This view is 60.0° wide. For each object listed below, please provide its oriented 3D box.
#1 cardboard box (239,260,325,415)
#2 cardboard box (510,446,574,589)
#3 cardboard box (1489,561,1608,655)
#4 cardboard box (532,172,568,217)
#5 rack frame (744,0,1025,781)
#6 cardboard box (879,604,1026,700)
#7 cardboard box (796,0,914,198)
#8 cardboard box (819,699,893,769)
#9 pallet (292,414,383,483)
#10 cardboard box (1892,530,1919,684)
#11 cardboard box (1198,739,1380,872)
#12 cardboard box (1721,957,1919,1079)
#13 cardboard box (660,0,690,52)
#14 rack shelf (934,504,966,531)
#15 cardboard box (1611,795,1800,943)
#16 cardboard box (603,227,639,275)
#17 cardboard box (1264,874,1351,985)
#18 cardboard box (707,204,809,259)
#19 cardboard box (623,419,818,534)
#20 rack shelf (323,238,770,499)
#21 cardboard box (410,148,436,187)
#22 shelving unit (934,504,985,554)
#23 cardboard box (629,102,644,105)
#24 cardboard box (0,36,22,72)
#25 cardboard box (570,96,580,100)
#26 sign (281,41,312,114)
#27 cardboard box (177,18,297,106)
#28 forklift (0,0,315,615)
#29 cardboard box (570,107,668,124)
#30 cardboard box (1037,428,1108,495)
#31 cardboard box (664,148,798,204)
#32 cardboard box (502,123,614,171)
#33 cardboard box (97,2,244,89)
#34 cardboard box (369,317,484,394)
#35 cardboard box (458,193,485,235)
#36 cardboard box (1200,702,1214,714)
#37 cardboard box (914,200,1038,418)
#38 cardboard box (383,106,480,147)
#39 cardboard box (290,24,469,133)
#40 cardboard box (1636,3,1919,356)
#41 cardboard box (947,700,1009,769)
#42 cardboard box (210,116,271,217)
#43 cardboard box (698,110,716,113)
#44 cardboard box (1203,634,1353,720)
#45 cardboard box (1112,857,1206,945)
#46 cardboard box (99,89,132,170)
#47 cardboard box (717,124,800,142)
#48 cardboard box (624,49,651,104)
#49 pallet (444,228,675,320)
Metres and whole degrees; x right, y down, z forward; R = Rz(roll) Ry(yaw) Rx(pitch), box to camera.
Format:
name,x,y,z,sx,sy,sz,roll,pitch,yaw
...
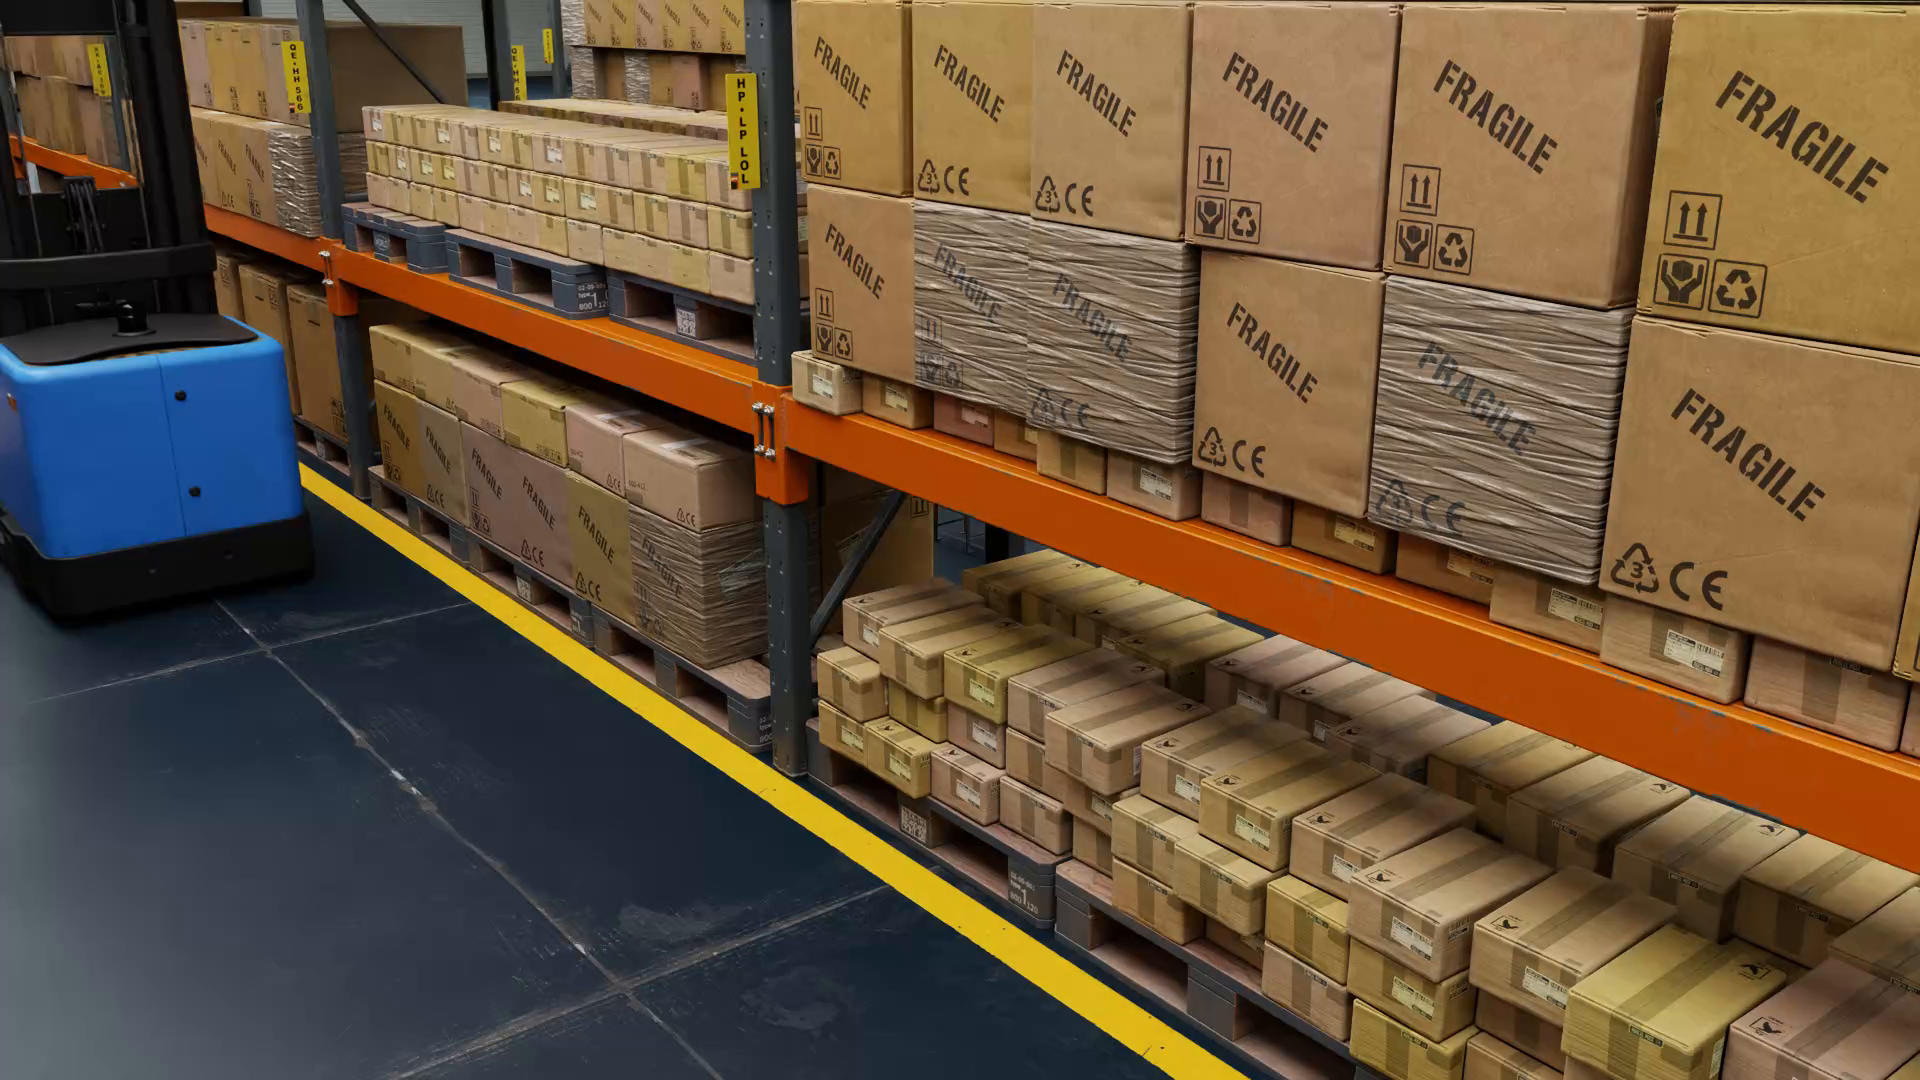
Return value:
name,x,y,z,sx,sy,sz,roll,pitch,yaw
cardboard box,-3.533,-1.243,9.756,1.050,0.750,0.750,-14,23,-35
cardboard box,-1.487,-0.144,6.833,0.500,0.500,0.500,-15,23,-37
cardboard box,1.254,0.079,3.251,0.380,0.149,0.250,-15,24,-38
cardboard box,-1.420,-1.349,6.423,0.380,0.149,0.250,-14,23,-36
rack frame,-0.196,-0.744,5.337,1.000,3.000,0.127,-14,23,-36
cardboard box,-0.020,0.332,5.008,0.380,0.149,0.250,-13,22,-33
cardboard box,-0.107,-1.249,4.638,0.500,0.500,0.500,-13,23,-35
cardboard box,-0.222,0.562,5.259,0.380,0.149,0.250,-15,24,-38
pallet,-3.110,-0.615,9.383,1.003,0.211,1.213,-14,23,-36
cardboard box,1.806,-0.007,2.481,0.500,0.500,0.500,-13,23,-35
cardboard box,0.805,0.643,4.069,0.380,0.149,0.250,-14,23,-36
cardboard box,1.649,0.959,3.115,0.380,0.149,0.250,-13,23,-35
cardboard box,-2.329,-4.625,14.836,0.500,0.500,0.500,-14,23,-36
rack shelf,0.033,-0.211,7.748,0.215,0.259,0.240,-14,23,-36
cardboard box,1.688,0.741,3.772,0.380,0.149,0.250,-15,24,-39
cardboard box,-1.068,-1.071,6.056,0.380,0.149,0.250,-15,24,-39
cardboard box,0.936,0.861,3.886,0.380,0.149,0.250,-13,22,-33
cardboard box,-0.598,-1.025,5.444,0.380,0.149,0.250,-13,22,-34
cardboard box,-0.857,-0.247,5.952,0.500,0.250,0.500,-15,23,-38
rack shelf,-1.438,-0.895,6.939,1.077,0.370,4.000,-14,23,-36
cardboard box,-2.199,-1.661,7.365,0.380,0.149,0.250,-15,23,-38
shelving unit,0.033,-0.485,7.658,0.215,1.050,0.252,-14,23,-36
cardboard box,-2.925,-4.101,15.876,0.380,0.149,0.250,-14,23,-36
cardboard box,-7.447,-4.186,13.775,0.875,0.550,0.550,-14,23,-36
cardboard box,-3.706,-4.408,16.802,0.380,0.149,0.250,-14,23,-36
sign,-3.113,-2.170,7.802,0.100,0.325,0.005,-14,23,-36
cardboard box,-4.530,-2.990,10.370,0.700,0.500,0.500,-14,23,-37
forklift,-4.138,-1.481,7.673,1.130,2.935,3.031,-14,23,-36
cardboard box,-1.531,-1.869,7.520,0.380,0.149,0.250,-13,22,-35
cardboard box,0.418,-0.243,4.225,0.380,0.149,0.250,-13,23,-35
cardboard box,-0.766,-1.233,5.600,0.380,0.149,0.250,-15,23,-38
cardboard box,-1.576,-1.555,6.571,0.380,0.149,0.250,-14,23,-37
cardboard box,-5.366,-3.397,11.392,0.875,0.550,0.550,-14,23,-36
cardboard box,-2.442,-0.881,7.867,0.500,0.250,0.500,-15,24,-39
cardboard box,-1.890,-1.396,7.039,0.380,0.149,0.250,-13,22,-34
cardboard box,0.859,0.551,4.820,0.380,0.149,0.250,-13,23,-35
cardboard box,0.226,-0.641,4.394,0.500,0.500,0.500,-14,23,-36
cardboard box,-2.376,-1.875,7.537,0.380,0.149,0.250,-15,23,-38
cardboard box,-2.951,-2.364,8.481,0.700,0.500,0.500,-14,23,-36
cardboard box,1.494,-0.611,2.712,0.500,0.500,0.500,-15,23,-38
cardboard box,0.185,0.518,4.919,0.380,0.149,0.250,-14,23,-36
cardboard box,-3.789,-2.082,9.219,0.500,0.500,0.500,-14,23,-37
cardboard box,-2.127,-3.799,14.962,0.380,0.149,0.250,-14,23,-36
cardboard box,0.919,0.408,4.781,0.380,0.149,0.250,-15,24,-39
cardboard box,0.615,0.874,4.317,0.380,0.149,0.250,-15,23,-38
cardboard box,-5.402,-2.875,11.534,0.875,0.550,0.550,-14,23,-36
cardboard box,-0.728,-1.549,6.555,0.380,0.149,0.250,-14,23,-37
cardboard box,-2.695,-4.460,15.929,0.875,0.500,0.500,-14,23,-36
pallet,-1.419,-1.159,6.895,1.003,0.211,1.213,-14,23,-36
